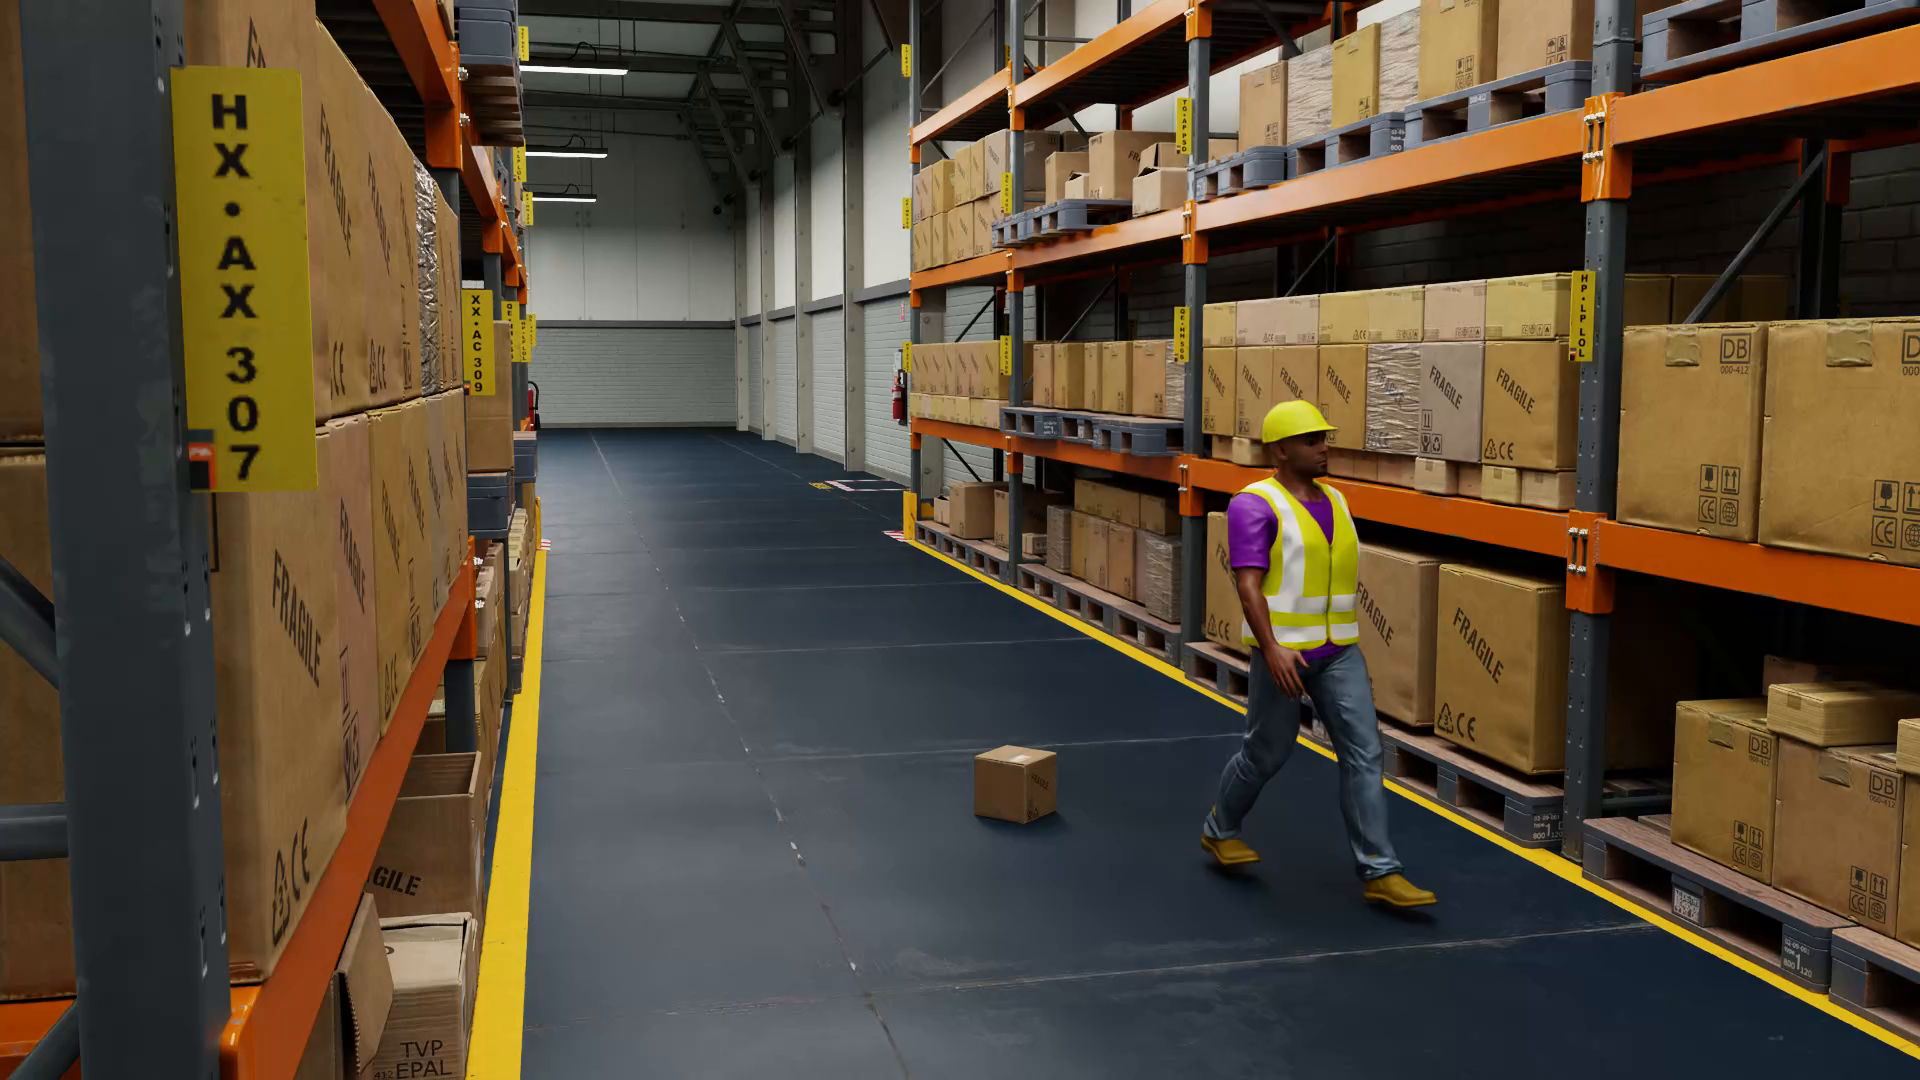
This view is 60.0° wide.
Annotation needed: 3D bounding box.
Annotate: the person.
[{"bbox_3d":[1.231,0.382,5.801,0.573,1.729,0.941,-3,7,-27],"label":"person"}]
